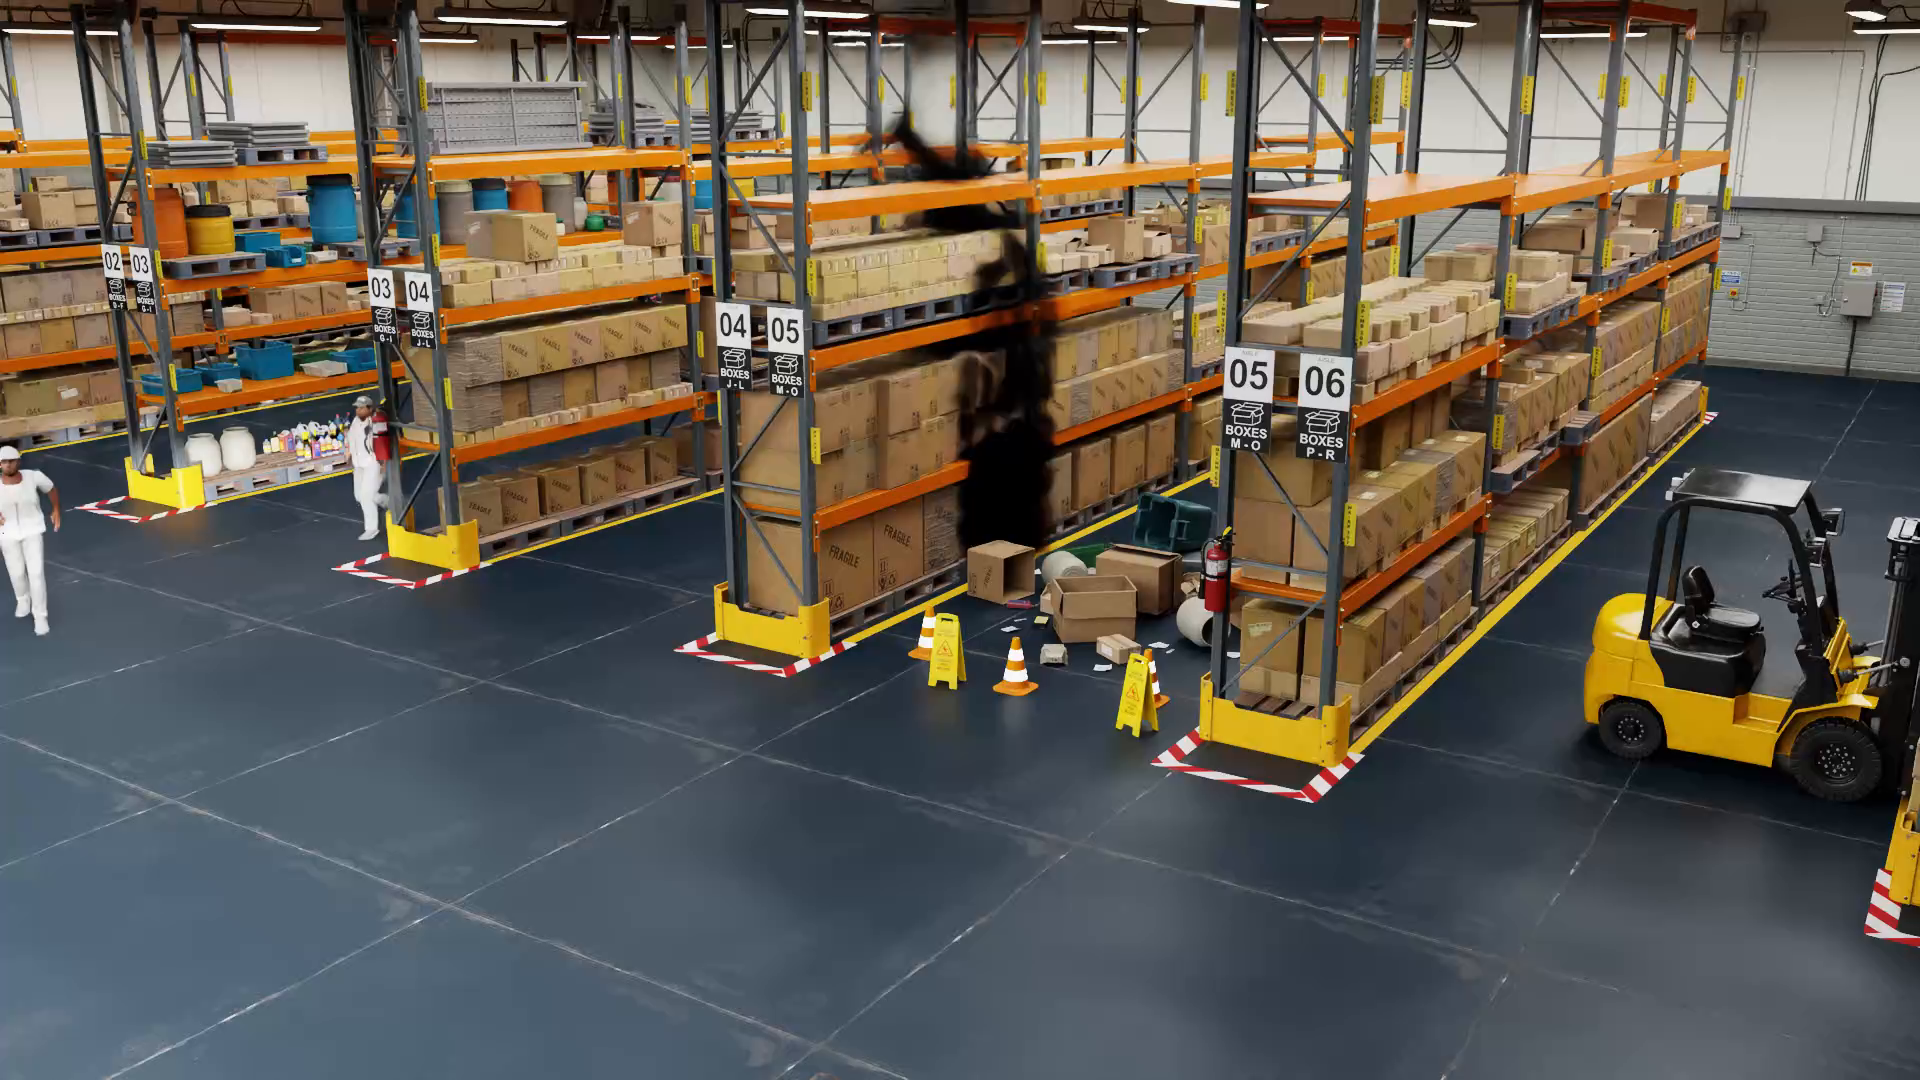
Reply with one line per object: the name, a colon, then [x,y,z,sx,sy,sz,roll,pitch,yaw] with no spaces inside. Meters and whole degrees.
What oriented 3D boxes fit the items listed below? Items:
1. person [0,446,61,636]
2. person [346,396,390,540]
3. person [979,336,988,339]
person: [-9.049,-0.030,16.031,0.721,1.814,0.835,-8,17,-26]
person: [-6.825,-0.864,19.342,0.644,1.656,0.679,9,18,30]
person: [0.304,-1.762,21.358,0.661,1.713,0.489,11,19,34]
